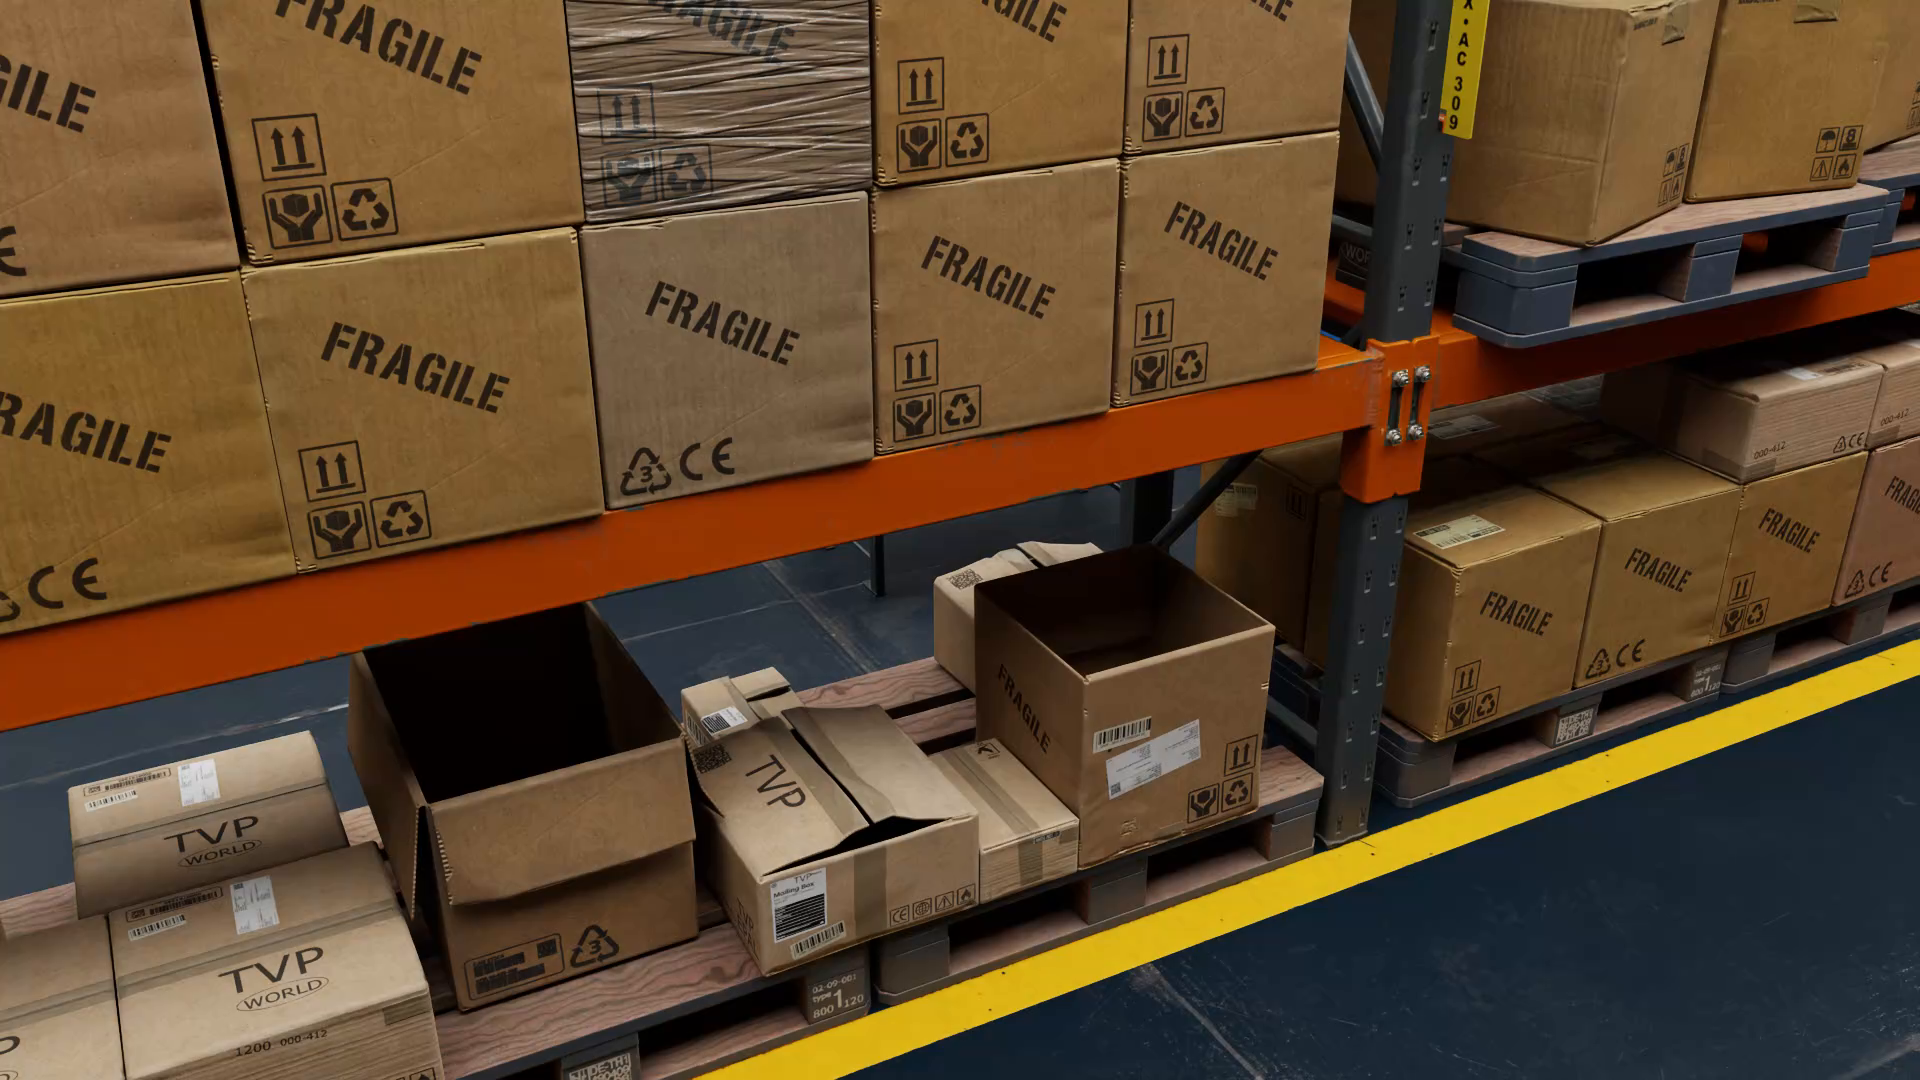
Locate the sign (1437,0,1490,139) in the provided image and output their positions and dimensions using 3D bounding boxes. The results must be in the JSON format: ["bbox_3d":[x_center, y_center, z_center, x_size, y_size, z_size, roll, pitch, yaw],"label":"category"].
[{"bbox_3d":[0.999,-0.967,3.299,0.005,0.325,0.100,-13,29,-25],"label":"sign"}]

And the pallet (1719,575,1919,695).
[{"bbox_3d":[2.514,0.044,5.415,1.213,0.211,1.003,-13,29,-25],"label":"pallet"}]

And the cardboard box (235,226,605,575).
[{"bbox_3d":[-0.938,-0.312,2.819,0.500,0.500,0.500,-13,28,-24],"label":"cardboard box"}]

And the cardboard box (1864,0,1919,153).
[{"bbox_3d":[2.267,-1.401,4.601,0.500,0.500,0.700,-22,33,-38],"label":"cardboard box"}]

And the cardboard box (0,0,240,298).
[{"bbox_3d":[-1.376,-0.663,2.394,0.500,0.500,0.500,-13,28,-24],"label":"cardboard box"}]

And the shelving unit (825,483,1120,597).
[{"bbox_3d":[0.075,-0.693,5.462,1.048,1.500,0.538,-13,29,-25],"label":"shelving unit"}]

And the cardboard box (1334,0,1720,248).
[{"bbox_3d":[1.260,-1.028,3.825,0.700,0.500,0.500,22,33,37],"label":"cardboard box"}]

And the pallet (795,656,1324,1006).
[{"bbox_3d":[0.130,0.614,4.228,1.213,0.211,1.003,-13,29,-25],"label":"pallet"}]

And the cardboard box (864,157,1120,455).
[{"bbox_3d":[-0.038,-0.523,3.257,0.500,0.500,0.500,-12,28,-24],"label":"cardboard box"}]

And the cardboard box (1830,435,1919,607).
[{"bbox_3d":[2.634,-0.174,5.027,0.500,0.500,0.500,-14,29,-27],"label":"cardboard box"}]

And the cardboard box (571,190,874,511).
[{"bbox_3d":[-0.490,-0.417,3.037,0.500,0.500,0.500,-12,28,-24],"label":"cardboard box"}]

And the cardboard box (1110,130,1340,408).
[{"bbox_3d":[0.416,-0.628,3.477,0.500,0.500,0.500,-12,28,-24],"label":"cardboard box"}]

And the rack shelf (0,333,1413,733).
[{"bbox_3d":[-1.028,-0.051,3.222,4.000,0.370,1.077,-13,29,-25],"label":"rack shelf"}]

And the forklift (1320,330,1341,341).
[{"bbox_3d":[2.767,-1.974,6.475,3.031,2.935,1.130,-12,28,-24],"label":"forklift"}]

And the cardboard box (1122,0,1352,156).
[{"bbox_3d":[0.412,-1.077,3.256,0.500,0.500,0.500,-13,28,-25],"label":"cardboard box"}]

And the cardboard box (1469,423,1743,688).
[{"bbox_3d":[1.744,0.027,4.607,0.500,0.500,0.500,-13,28,-24],"label":"cardboard box"}]

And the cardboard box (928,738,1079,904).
[{"bbox_3d":[0.065,0.628,3.762,0.250,0.149,0.380,-13,29,-25],"label":"cardboard box"}]

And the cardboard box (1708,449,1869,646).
[{"bbox_3d":[2.188,-0.072,4.813,0.500,0.500,0.500,-13,28,-24],"label":"cardboard box"}]

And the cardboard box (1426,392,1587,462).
[{"bbox_3d":[1.477,-0.162,5.001,0.500,0.500,0.500,-13,29,-25],"label":"cardboard box"}]

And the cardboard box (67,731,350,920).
[{"bbox_3d":[-1.577,0.686,3.524,0.500,0.250,0.500,-13,29,-25],"label":"cardboard box"}]

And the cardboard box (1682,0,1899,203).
[{"bbox_3d":[1.837,-1.192,4.167,0.500,0.500,0.700,-8,27,-17],"label":"cardboard box"}]

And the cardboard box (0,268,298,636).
[{"bbox_3d":[-1.380,-0.211,2.608,0.500,0.500,0.500,-13,29,-25],"label":"cardboard box"}]

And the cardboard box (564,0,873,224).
[{"bbox_3d":[-0.483,-0.869,2.823,0.500,0.500,0.500,-13,28,-25],"label":"cardboard box"}]

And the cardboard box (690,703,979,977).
[{"bbox_3d":[-0.294,0.608,3.616,0.500,0.311,0.500,-13,29,-25],"label":"cardboard box"}]

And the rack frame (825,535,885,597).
[{"bbox_3d":[-0.373,-0.590,5.246,0.032,1.500,0.500,-13,29,-25],"label":"rack frame"}]

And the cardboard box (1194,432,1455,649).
[{"bbox_3d":[1.037,-0.064,4.798,0.500,0.500,0.500,-13,29,-25],"label":"cardboard box"}]

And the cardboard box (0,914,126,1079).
[{"bbox_3d":[-1.738,0.969,2.935,0.500,0.250,0.500,-13,29,-25],"label":"cardboard box"}]

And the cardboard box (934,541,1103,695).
[{"bbox_3d":[0.264,0.234,4.395,0.500,0.311,0.500,-13,29,-25],"label":"cardboard box"}]

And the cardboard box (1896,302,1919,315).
[{"bbox_3d":[3.271,-0.577,5.865,0.500,0.500,0.500,-14,29,-27],"label":"cardboard box"}]

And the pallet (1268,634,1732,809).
[{"bbox_3d":[1.437,0.294,4.893,1.213,0.211,1.003,-13,29,-25],"label":"pallet"}]

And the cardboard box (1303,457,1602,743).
[{"bbox_3d":[1.278,0.140,4.372,0.500,0.500,0.500,-14,29,-27],"label":"cardboard box"}]

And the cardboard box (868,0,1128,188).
[{"bbox_3d":[-0.038,-0.971,3.037,0.500,0.500,0.500,-14,29,-26],"label":"cardboard box"}]

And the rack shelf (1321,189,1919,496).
[{"bbox_3d":[2.501,-0.866,4.919,4.000,0.370,1.077,-13,29,-25],"label":"rack shelf"}]

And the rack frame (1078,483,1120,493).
[{"bbox_3d":[0.524,-0.797,5.677,0.032,1.500,0.500,-13,29,-25],"label":"rack frame"}]

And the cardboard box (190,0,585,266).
[{"bbox_3d":[-0.928,-0.767,2.611,0.500,0.500,0.500,-13,29,-26],"label":"cardboard box"}]

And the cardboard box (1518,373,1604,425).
[{"bbox_3d":[1.920,-0.264,5.213,0.500,0.500,0.500,-13,28,-24],"label":"cardboard box"}]

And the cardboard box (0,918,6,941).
[{"bbox_3d":[-2.029,0.858,3.263,0.250,0.166,0.380,-13,29,-25],"label":"cardboard box"}]

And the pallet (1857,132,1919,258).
[{"bbox_3d":[2.552,-1.113,4.824,1.213,0.211,1.003,-13,29,-25],"label":"pallet"}]

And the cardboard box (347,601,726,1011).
[{"bbox_3d":[-0.919,0.529,3.559,0.637,0.503,0.797,-13,29,-25],"label":"cardboard box"}]

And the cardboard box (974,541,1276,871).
[{"bbox_3d":[0.367,0.370,3.893,0.500,0.500,0.500,-13,29,-25],"label":"cardboard box"}]

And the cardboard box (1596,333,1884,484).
[{"bbox_3d":[2.161,-0.401,4.634,0.500,0.250,0.500,-13,29,-25],"label":"cardboard box"}]

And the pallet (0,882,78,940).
[{"bbox_3d":[-2.023,1.111,3.193,1.213,0.211,1.003,-13,29,-25],"label":"pallet"}]

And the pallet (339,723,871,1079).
[{"bbox_3d":[-0.948,0.864,3.707,1.213,0.211,1.003,-13,29,-25],"label":"pallet"}]

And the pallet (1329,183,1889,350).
[{"bbox_3d":[1.493,-0.817,4.208,1.213,0.211,1.003,-13,29,-25],"label":"pallet"}]

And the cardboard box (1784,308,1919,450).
[{"bbox_3d":[2.603,-0.504,4.847,0.500,0.250,0.500,-14,29,-26],"label":"cardboard box"}]

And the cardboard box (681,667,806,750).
[{"bbox_3d":[-0.494,0.479,4.052,0.250,0.166,0.380,-13,29,-25],"label":"cardboard box"}]

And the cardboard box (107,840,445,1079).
[{"bbox_3d":[-1.297,0.867,3.147,0.500,0.250,0.500,-13,29,-25],"label":"cardboard box"}]

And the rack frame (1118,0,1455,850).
[{"bbox_3d":[0.737,-0.783,3.915,0.127,3.000,1.000,-13,29,-25],"label":"rack frame"}]
